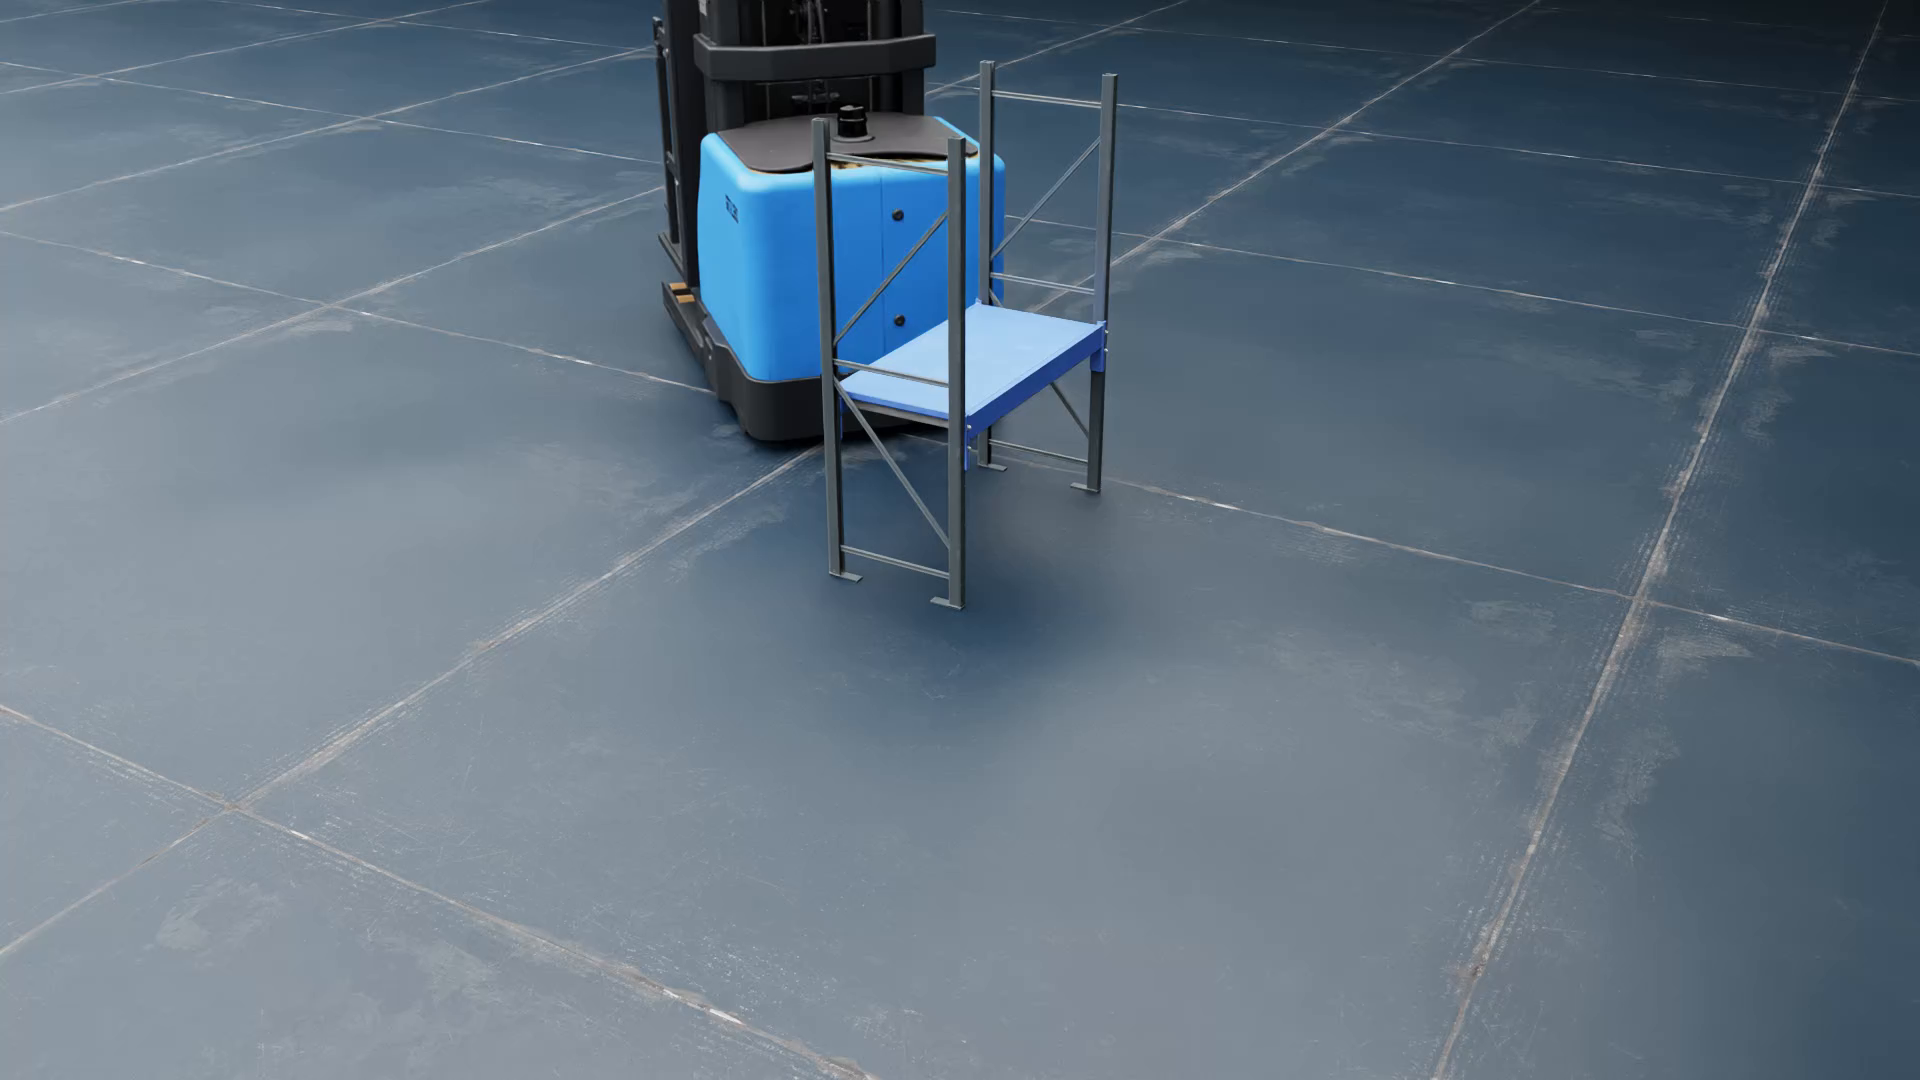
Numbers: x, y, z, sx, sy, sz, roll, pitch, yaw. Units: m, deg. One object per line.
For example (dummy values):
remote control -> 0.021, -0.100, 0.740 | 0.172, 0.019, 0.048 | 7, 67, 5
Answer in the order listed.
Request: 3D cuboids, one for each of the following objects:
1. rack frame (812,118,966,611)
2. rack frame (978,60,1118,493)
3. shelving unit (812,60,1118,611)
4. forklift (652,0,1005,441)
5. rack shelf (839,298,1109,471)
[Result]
rack frame -> -0.208, -0.506, 5.085 | 0.500, 1.500, 0.032 | 14, 30, 26
rack frame -> 0.292, -0.902, 5.876 | 0.500, 1.500, 0.032 | 14, 30, 26
shelving unit -> 0.042, -0.704, 5.481 | 0.538, 1.500, 1.048 | 14, 30, 26
forklift -> -0.767, -2.327, 7.125 | 1.130, 2.935, 3.031 | -9, 28, -17
rack shelf -> 0.042, -0.543, 5.561 | 0.538, 0.185, 1.000 | 14, 30, 26
